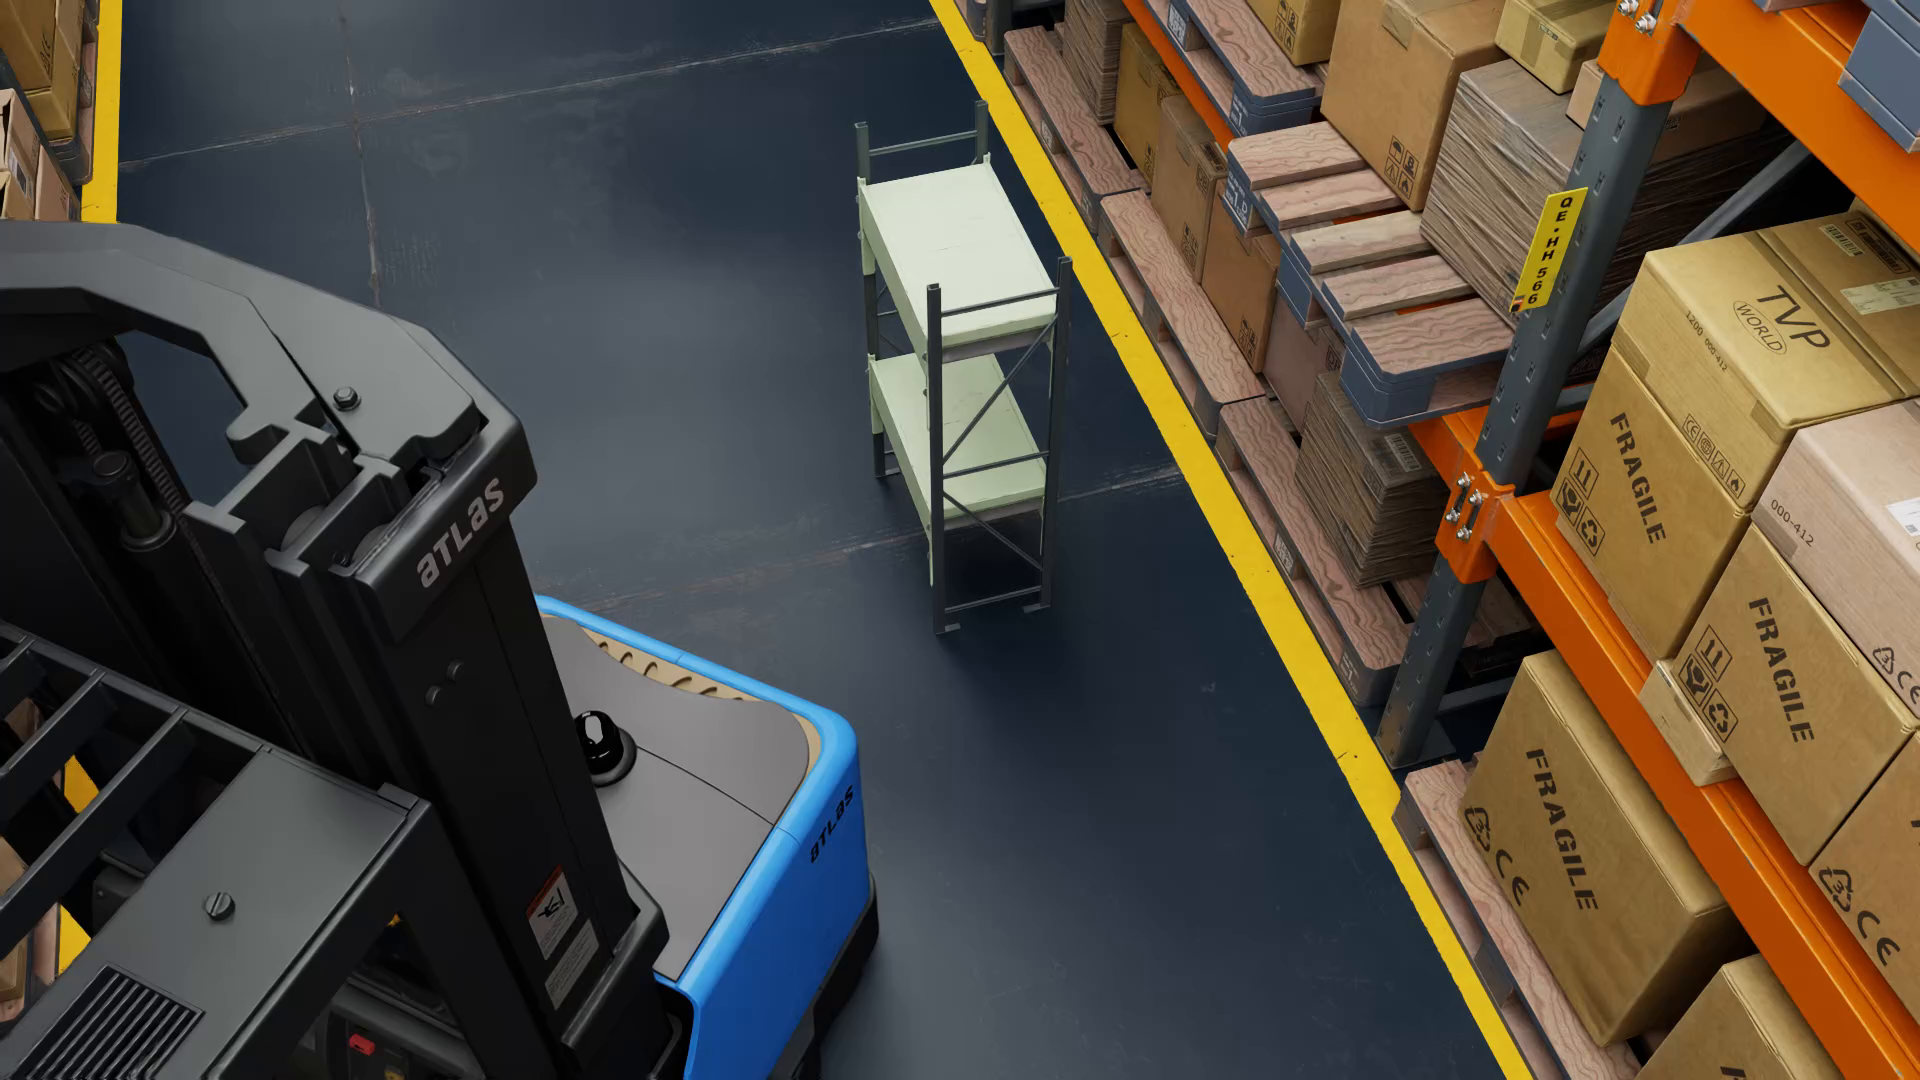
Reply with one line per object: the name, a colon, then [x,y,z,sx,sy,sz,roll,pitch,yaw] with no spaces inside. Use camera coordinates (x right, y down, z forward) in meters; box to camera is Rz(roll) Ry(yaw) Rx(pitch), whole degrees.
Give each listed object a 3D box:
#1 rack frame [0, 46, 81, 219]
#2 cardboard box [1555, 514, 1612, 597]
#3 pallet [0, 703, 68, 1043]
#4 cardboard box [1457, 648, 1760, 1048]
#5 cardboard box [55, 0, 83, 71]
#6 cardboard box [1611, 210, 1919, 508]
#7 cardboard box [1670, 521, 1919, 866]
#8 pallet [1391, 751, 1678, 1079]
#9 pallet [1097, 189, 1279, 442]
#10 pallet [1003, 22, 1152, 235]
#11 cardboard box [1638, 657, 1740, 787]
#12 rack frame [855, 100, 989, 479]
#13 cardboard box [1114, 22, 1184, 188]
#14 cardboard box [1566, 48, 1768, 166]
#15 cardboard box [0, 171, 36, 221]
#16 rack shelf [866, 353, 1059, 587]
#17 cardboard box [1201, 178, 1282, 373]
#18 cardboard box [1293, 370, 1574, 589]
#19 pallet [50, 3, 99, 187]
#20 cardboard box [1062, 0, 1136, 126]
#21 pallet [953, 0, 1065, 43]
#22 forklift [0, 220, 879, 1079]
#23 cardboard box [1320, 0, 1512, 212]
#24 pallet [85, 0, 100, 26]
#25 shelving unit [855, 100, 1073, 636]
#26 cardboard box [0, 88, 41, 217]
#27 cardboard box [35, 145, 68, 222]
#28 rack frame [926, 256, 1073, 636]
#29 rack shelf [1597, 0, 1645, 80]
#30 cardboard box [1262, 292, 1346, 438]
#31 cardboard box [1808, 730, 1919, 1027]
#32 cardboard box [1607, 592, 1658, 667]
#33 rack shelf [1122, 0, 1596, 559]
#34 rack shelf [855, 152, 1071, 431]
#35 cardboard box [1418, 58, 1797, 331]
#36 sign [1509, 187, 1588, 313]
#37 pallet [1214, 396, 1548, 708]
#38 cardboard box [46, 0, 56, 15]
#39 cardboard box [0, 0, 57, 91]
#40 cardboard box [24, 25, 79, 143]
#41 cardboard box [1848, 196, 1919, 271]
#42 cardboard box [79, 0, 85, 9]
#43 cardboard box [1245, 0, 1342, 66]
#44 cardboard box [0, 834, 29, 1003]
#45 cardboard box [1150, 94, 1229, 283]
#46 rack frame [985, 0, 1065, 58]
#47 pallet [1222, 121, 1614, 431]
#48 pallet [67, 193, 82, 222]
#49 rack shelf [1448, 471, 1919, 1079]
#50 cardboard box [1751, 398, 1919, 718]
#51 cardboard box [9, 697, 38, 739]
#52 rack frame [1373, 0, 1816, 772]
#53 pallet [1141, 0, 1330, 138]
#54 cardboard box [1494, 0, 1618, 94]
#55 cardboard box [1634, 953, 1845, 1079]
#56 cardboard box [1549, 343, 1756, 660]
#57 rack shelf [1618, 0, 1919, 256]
rack frame: [-4.120,-2.206,5.648,1.000,3.000,0.127,-13,51,-11]
cardboard box: [1.670,-0.040,3.973,0.380,0.149,0.250,-14,51,-12]
pallet: [-3.144,1.004,4.766,1.003,0.211,1.213,-13,51,-11]
cardboard box: [1.886,0.717,4.315,0.750,0.750,0.750,-14,51,-11]
cardboard box: [-4.111,-2.229,7.191,0.500,0.250,0.500,-13,51,-11]
cardboard box: [1.690,-0.373,3.339,0.500,0.250,0.500,-12,51,-10]
cardboard box: [1.839,0.255,3.300,0.500,0.500,0.500,-12,51,-10]
pallet: [1.955,1.084,4.698,1.003,0.211,1.213,-13,51,-11]
pallet: [1.207,-0.969,6.429,1.003,0.211,1.213,-13,51,-11]
pallet: [0.842,-1.862,7.182,1.003,0.211,1.213,-13,51,-11]
cardboard box: [1.734,0.359,3.637,0.380,0.149,0.250,-12,51,-10]
rack frame: [-0.110,-0.756,5.406,0.400,1.500,0.023,-13,51,-11]
cardboard box: [1.045,-1.765,6.623,0.700,0.500,0.500,-14,51,-12]
cardboard box: [1.663,-1.036,3.884,0.380,0.149,0.250,-19,53,-16]
cardboard box: [-3.567,-1.026,5.810,0.500,0.311,0.500,-12,51,-10]
rack shelf: [-0.002,-0.278,5.430,0.431,0.370,0.720,-13,51,-11]
cardboard box: [1.316,-1.017,5.992,0.700,0.500,0.500,-14,51,-11]
cardboard box: [1.531,-0.258,5.352,0.700,0.500,0.500,-13,51,-10]
pallet: [-4.315,-1.898,7.212,1.003,0.211,1.213,-13,51,-11]
cardboard box: [0.844,-2.131,6.932,0.700,0.500,0.500,-12,51,-10]
pallet: [0.378,-2.913,8.067,1.003,0.211,1.213,-13,51,-11]
forklift: [-1.319,1.044,2.953,1.130,2.935,3.031,20,53,16]
cardboard box: [1.454,-1.325,4.552,0.700,0.500,0.500,-18,52,-14]
pallet: [-4.680,-2.790,7.964,1.003,0.211,1.213,-13,51,-11]
shelving unit: [-0.002,-0.488,5.181,0.431,1.500,0.755,-13,51,-11]
cardboard box: [-3.727,-1.405,6.130,0.500,0.311,0.500,-13,51,-11]
cardboard box: [-3.721,-1.218,6.339,0.500,0.250,0.500,-14,51,-11]
rack frame: [0.106,-0.221,4.955,0.400,1.500,0.023,-13,51,-11]
rack shelf: [1.202,-2.603,4.491,1.077,0.370,4.000,-13,51,-11]
cardboard box: [1.490,-0.660,5.692,0.700,0.500,0.500,-13,51,-11]
cardboard box: [1.985,0.618,2.994,0.500,0.500,0.500,-14,51,-11]
cardboard box: [1.736,0.146,3.816,0.380,0.149,0.250,-13,51,-10]
rack shelf: [1.202,-1.636,5.638,1.077,0.370,4.000,-13,51,-11]
rack shelf: [-0.002,-0.740,4.882,0.431,0.370,0.720,-13,51,-11]
cardboard box: [1.645,-0.922,4.213,0.700,0.500,0.500,-19,52,-15]
sign: [1.278,-0.626,3.610,0.100,0.325,0.005,-13,51,-11]
pallet: [1.564,-0.080,5.679,1.003,0.211,1.213,-13,51,-11]
cardboard box: [-4.114,-2.470,6.904,0.500,0.500,0.500,-13,51,-11]
cardboard box: [-3.958,-2.106,6.597,0.500,0.500,0.500,-13,51,-11]
cardboard box: [-3.968,-1.862,6.882,0.500,0.250,0.500,-13,51,-11]
cardboard box: [2.175,-0.511,3.455,0.500,0.250,0.500,-12,51,-10]
cardboard box: [-4.254,-2.595,7.500,0.500,0.250,0.500,-13,51,-11]
cardboard box: [1.255,-1.827,4.976,0.700,0.500,0.500,-13,51,-11]
cardboard box: [-2.812,1.017,4.454,0.500,0.250,0.500,-13,51,-11]
cardboard box: [1.157,-1.383,6.301,0.700,0.500,0.500,-13,51,-11]
rack frame: [0.611,-3.329,6.594,1.000,3.000,0.127,-13,51,-11]
pallet: [1.481,-0.842,4.623,1.213,0.211,1.003,-13,51,-11]
pallet: [-3.865,-0.778,6.268,1.003,0.211,1.213,-13,51,-11]
rack shelf: [2.385,1.285,3.175,1.077,0.370,4.000,-13,51,-11]
cardboard box: [1.841,-0.001,3.026,0.500,0.250,0.500,-14,51,-11]
cardboard box: [-2.961,0.650,4.764,0.500,0.250,0.500,-15,51,-12]
rack frame: [1.794,-0.407,4.132,1.000,3.000,0.127,-13,51,-11]
pallet: [1.169,-1.782,5.416,1.003,0.211,1.213,-13,51,-11]
cardboard box: [1.554,-1.267,4.079,0.380,0.149,0.250,-21,53,-17]
cardboard box: [2.139,1.358,3.775,0.750,0.750,0.750,-14,51,-11]
cardboard box: [1.693,-0.129,3.624,0.500,0.500,0.500,-12,51,-10]
rack shelf: [2.385,0.318,2.028,1.077,0.370,4.000,-13,51,-11]
